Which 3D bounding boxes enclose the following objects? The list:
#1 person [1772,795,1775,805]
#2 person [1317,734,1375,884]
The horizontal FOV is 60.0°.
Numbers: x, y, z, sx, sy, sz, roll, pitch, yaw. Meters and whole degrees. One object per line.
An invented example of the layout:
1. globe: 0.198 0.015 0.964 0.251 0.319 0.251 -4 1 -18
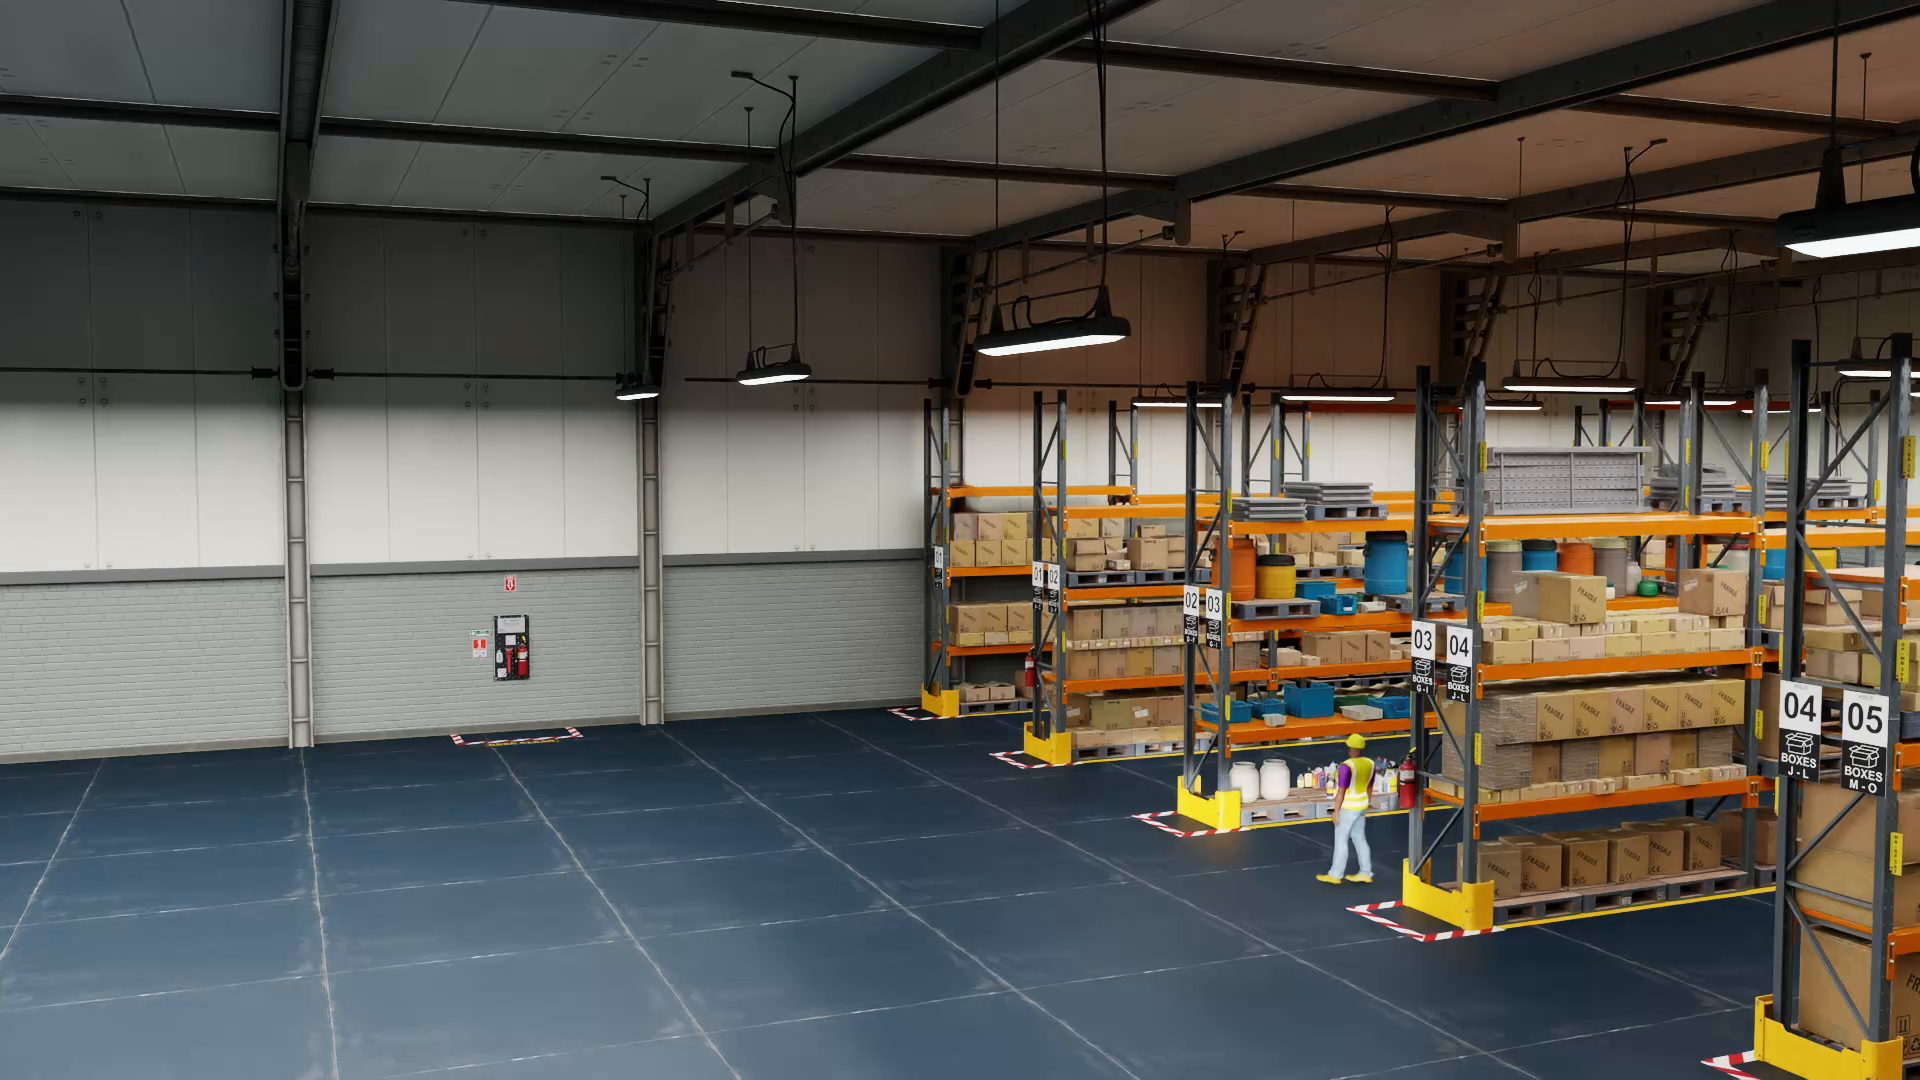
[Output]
1. person: 11.345 2.964 22.502 1.050 1.714 0.519 -1 4 -17
2. person: 4.529 3.136 19.514 0.602 1.760 0.586 2 4 35
